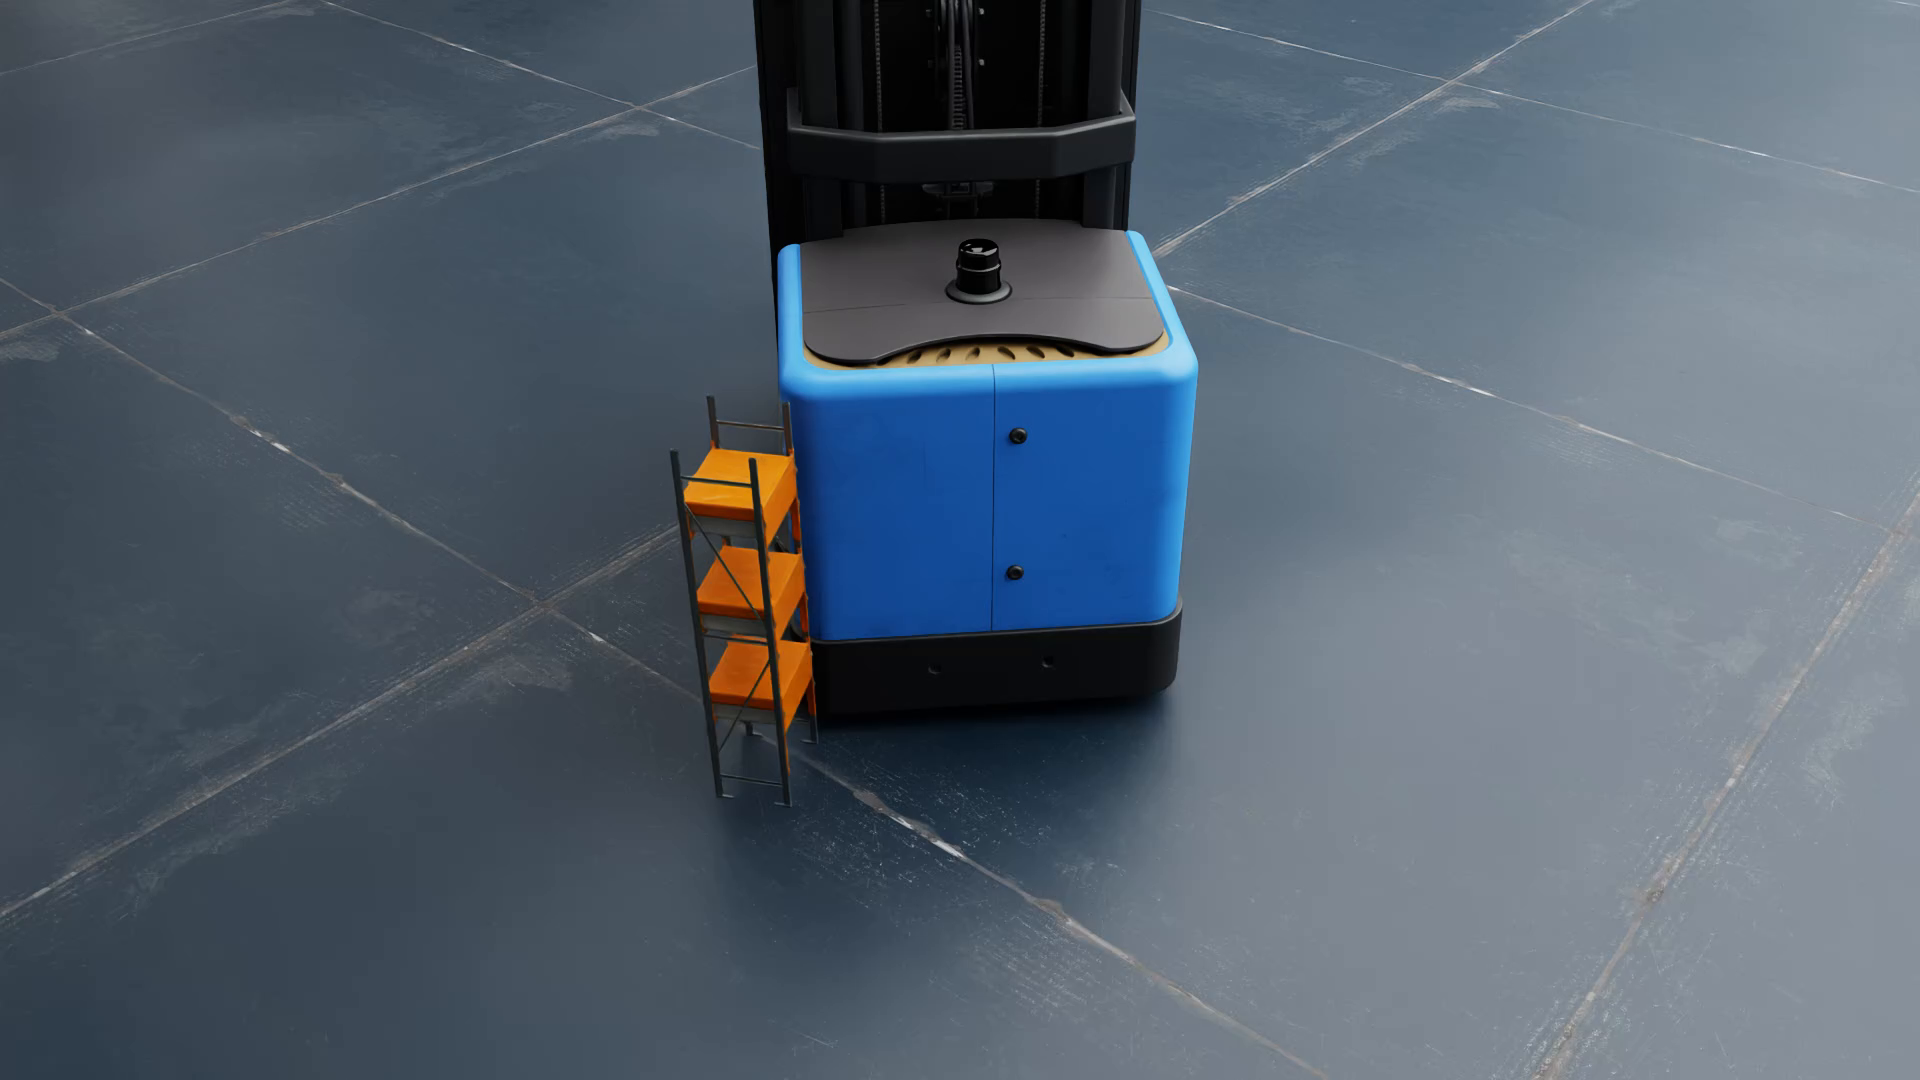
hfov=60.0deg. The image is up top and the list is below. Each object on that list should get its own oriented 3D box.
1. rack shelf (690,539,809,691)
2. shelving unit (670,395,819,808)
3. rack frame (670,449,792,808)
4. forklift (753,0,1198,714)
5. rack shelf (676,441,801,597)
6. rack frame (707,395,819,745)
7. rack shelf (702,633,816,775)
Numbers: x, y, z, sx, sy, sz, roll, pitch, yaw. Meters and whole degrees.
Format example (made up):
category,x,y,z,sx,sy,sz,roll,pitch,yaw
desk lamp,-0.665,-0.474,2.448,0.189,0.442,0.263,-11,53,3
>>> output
category,x,y,z,sx,sy,sz,roll,pitch,yaw
rack shelf,-0.511,0.181,4.073,0.215,0.259,0.240,6,36,11
shelving unit,-0.511,0.172,4.067,0.215,1.050,0.252,6,36,11
rack frame,-0.537,0.241,3.969,0.200,1.050,0.008,6,36,11
forklift,-0.058,-1.559,4.931,1.130,2.935,3.031,-3,35,-4
rack shelf,-0.515,-0.052,3.910,0.215,0.259,0.240,6,36,11
rack frame,-0.485,0.104,4.164,0.200,1.050,0.008,6,36,11
rack shelf,-0.506,0.409,4.232,0.215,0.259,0.240,6,36,11
